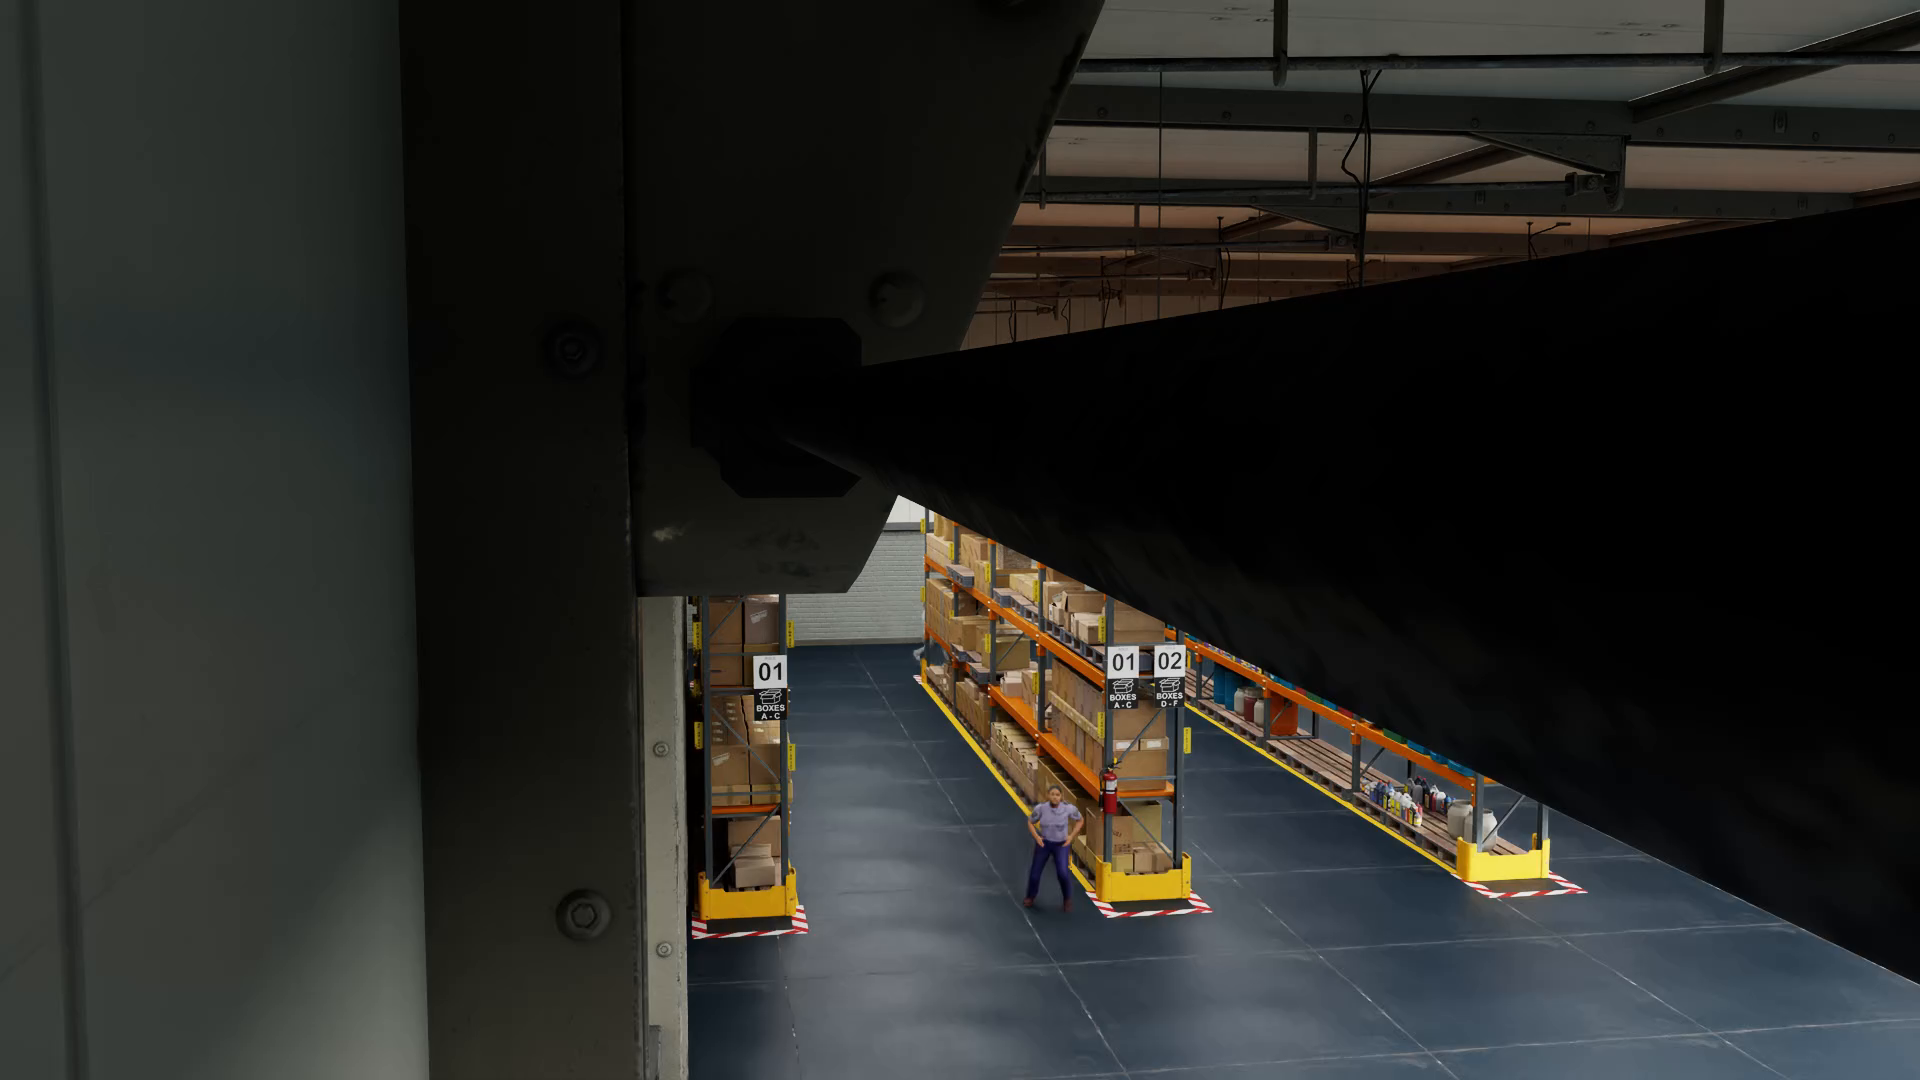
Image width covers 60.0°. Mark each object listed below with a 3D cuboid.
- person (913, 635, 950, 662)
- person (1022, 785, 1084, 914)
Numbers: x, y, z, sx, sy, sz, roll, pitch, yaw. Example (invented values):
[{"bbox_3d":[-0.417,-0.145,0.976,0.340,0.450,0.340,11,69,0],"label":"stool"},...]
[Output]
[{"bbox_3d":[-0.593,2.217,38.333,1.018,1.512,0.510,2,5,20],"label":"person"},{"bbox_3d":[1.133,3.766,20.346,0.760,1.568,0.667,0,5,5],"label":"person"}]
